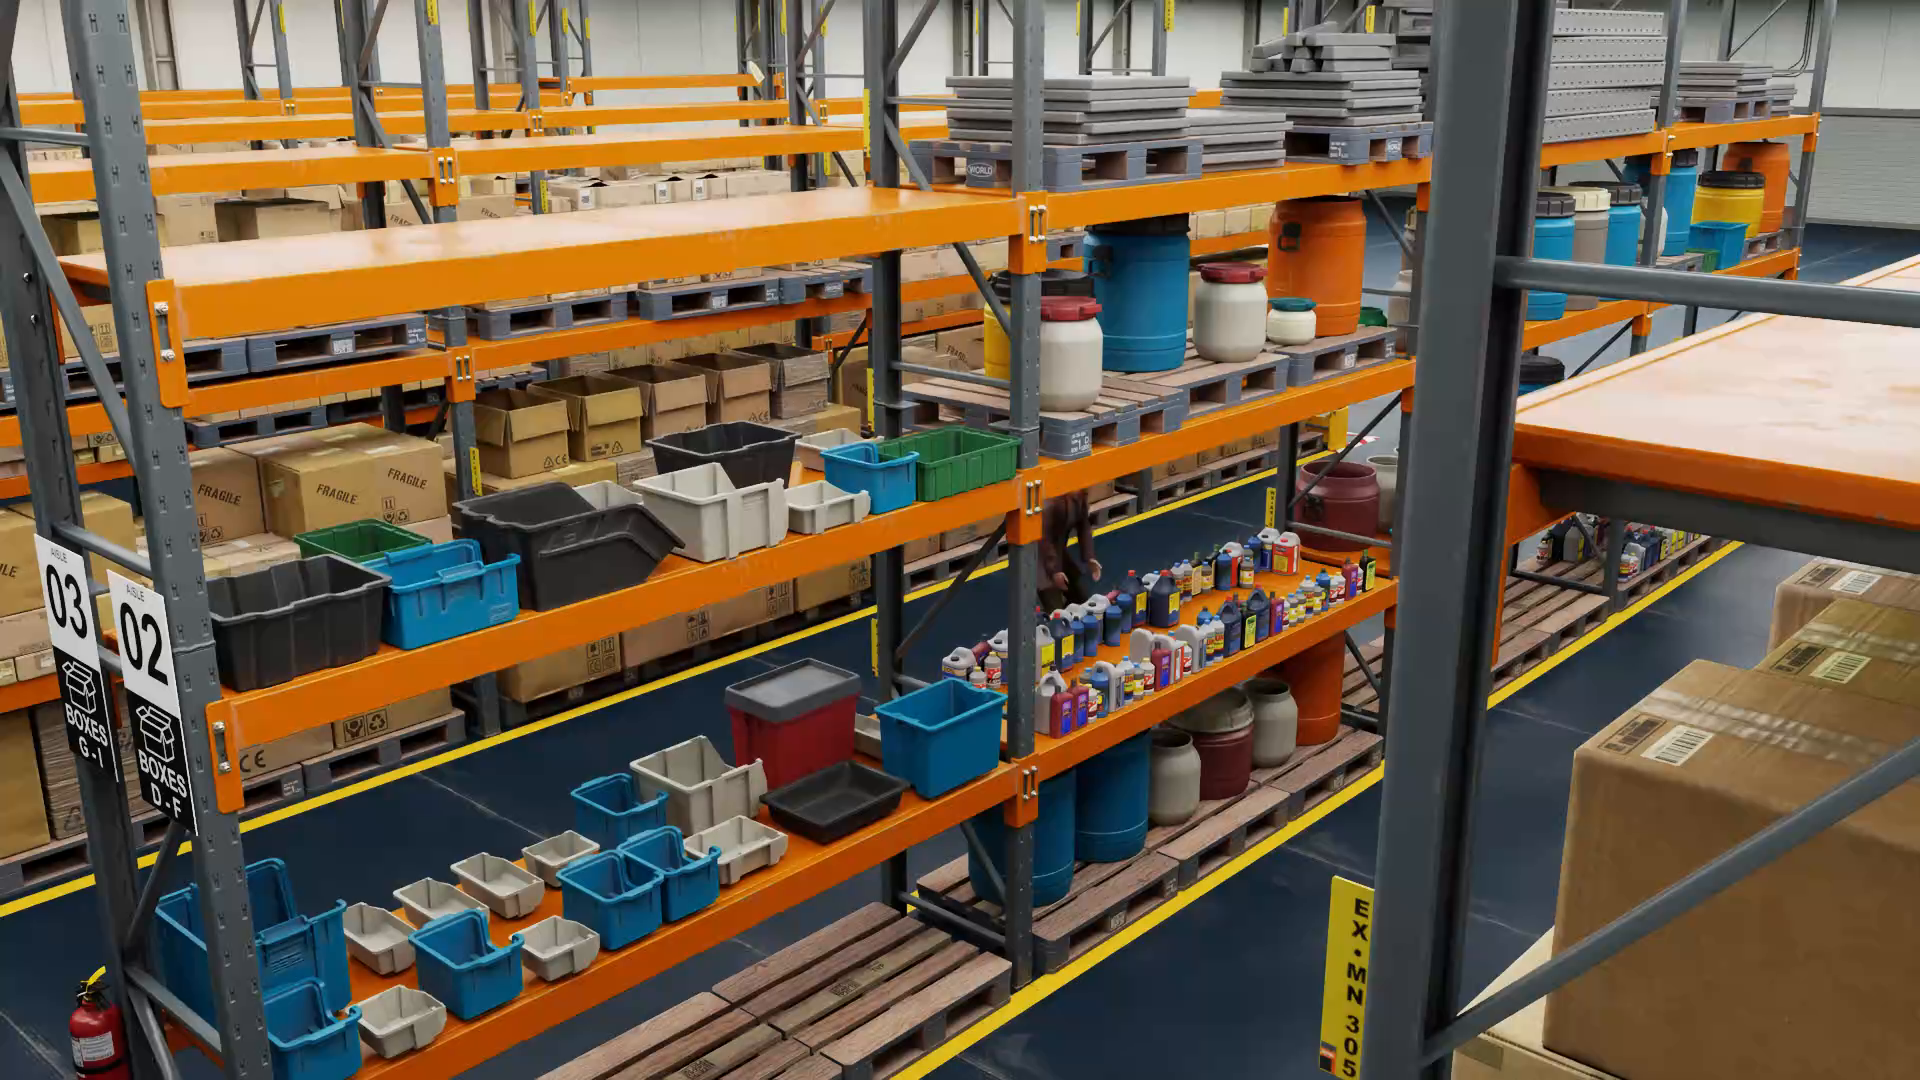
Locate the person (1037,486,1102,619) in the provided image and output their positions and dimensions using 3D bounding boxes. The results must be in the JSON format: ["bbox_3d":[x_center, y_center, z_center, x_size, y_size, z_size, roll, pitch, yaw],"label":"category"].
[{"bbox_3d":[0.793,0.189,13.259,0.564,1.601,0.620,15,22,40],"label":"person"}]
